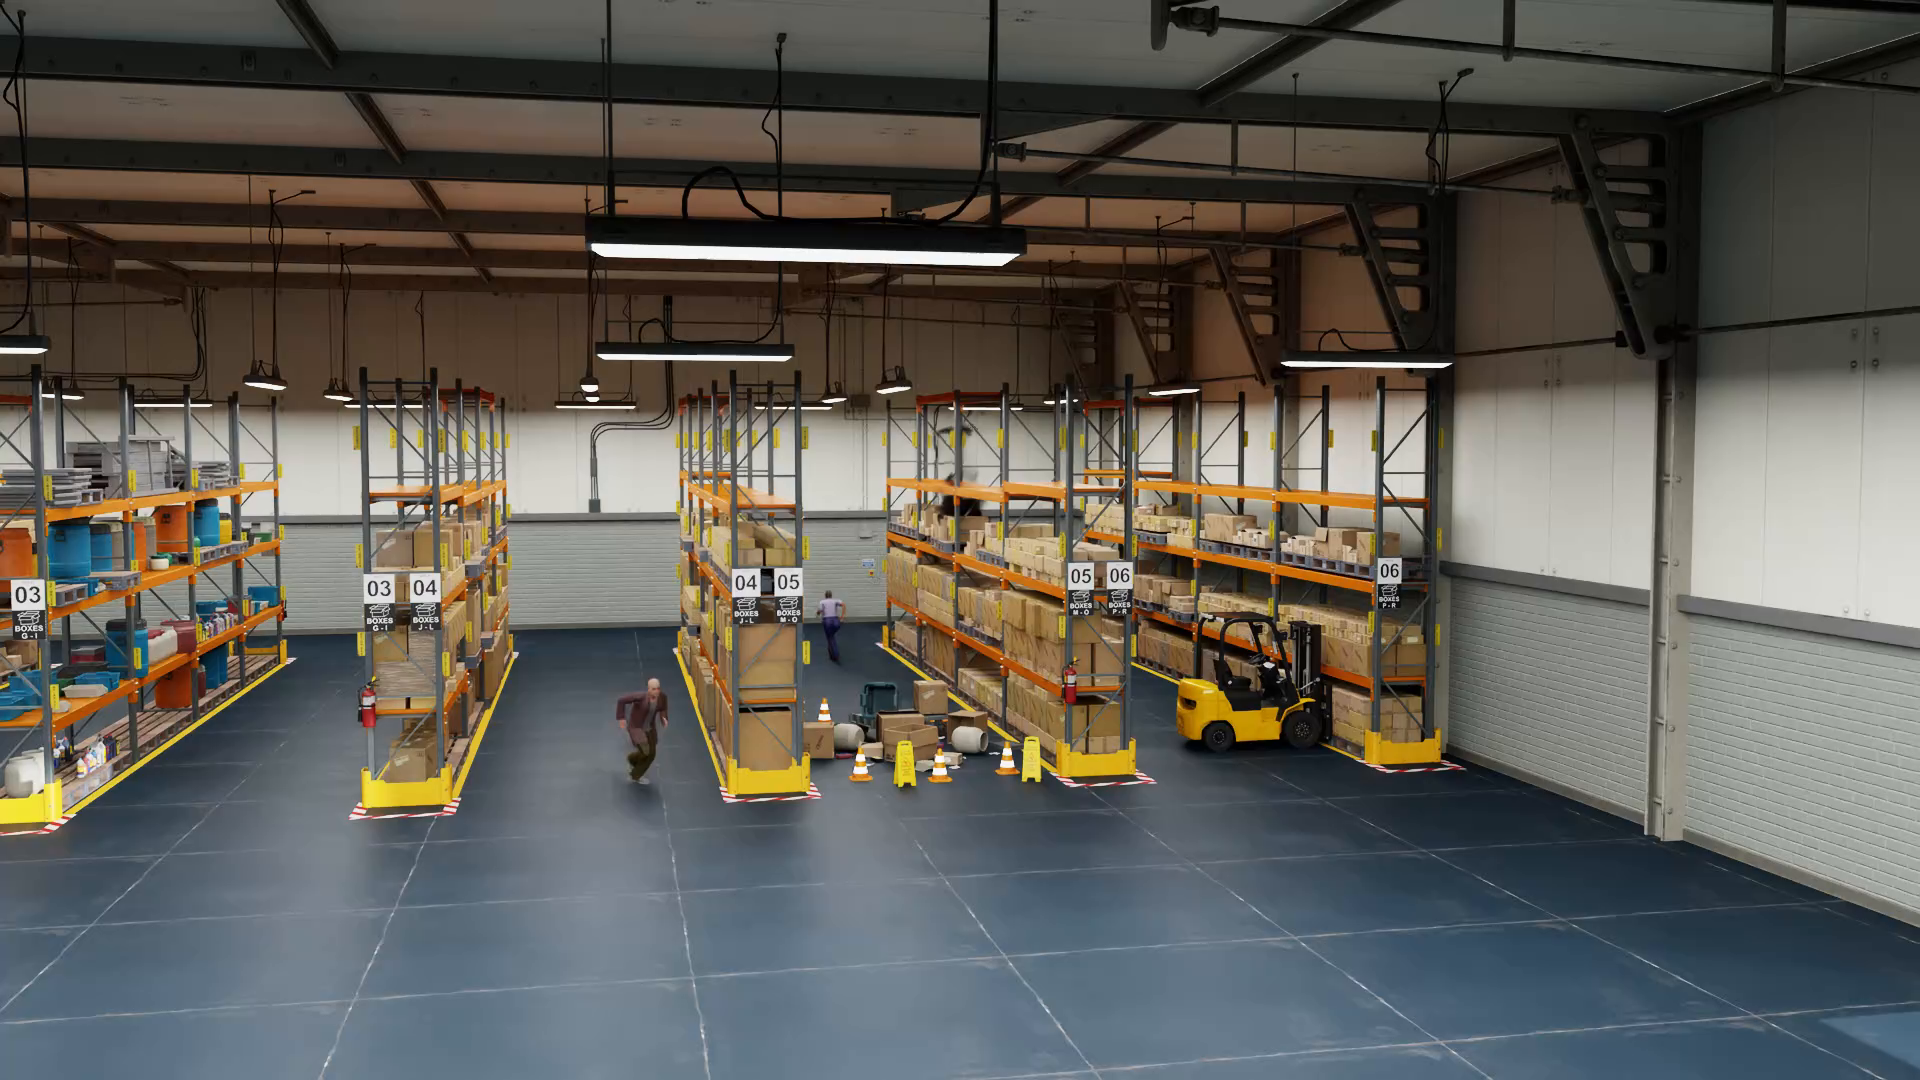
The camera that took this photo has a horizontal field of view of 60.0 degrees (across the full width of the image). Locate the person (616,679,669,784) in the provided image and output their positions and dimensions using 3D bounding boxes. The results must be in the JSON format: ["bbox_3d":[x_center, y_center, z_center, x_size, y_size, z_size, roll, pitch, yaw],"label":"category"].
[{"bbox_3d":[-4.587,2.779,24.064,0.736,1.598,0.868,-3,5,-42],"label":"person"}]

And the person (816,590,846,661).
[{"bbox_3d":[-2.907,1.966,37.643,0.597,1.639,0.891,-2,4,-28],"label":"person"}]
